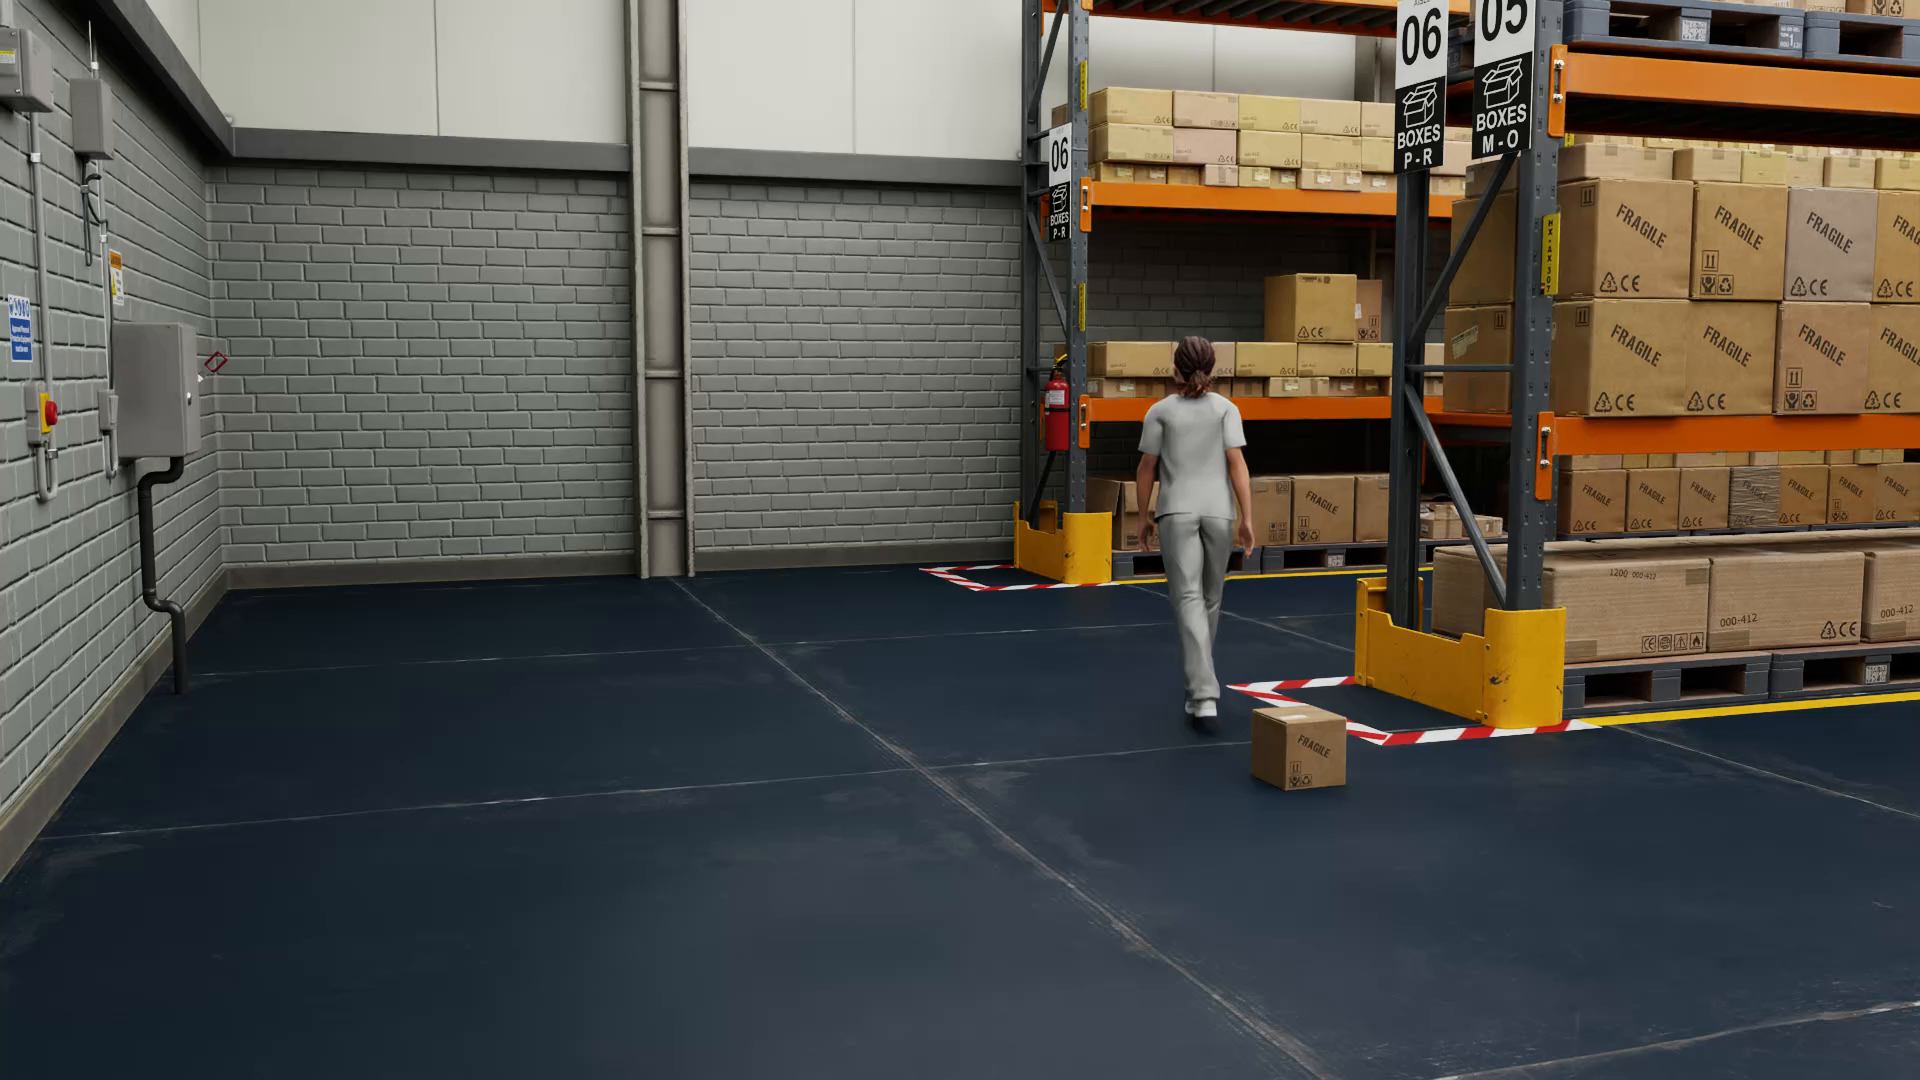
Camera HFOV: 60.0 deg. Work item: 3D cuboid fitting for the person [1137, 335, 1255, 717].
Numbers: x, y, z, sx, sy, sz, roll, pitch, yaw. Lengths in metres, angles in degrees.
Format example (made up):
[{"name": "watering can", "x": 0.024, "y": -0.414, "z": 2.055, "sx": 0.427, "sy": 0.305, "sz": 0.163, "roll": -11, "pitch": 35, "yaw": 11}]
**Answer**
[{"name": "person", "x": 1.012, "y": -0.089, "z": 7.312, "sx": 0.477, "sy": 1.610, "sz": 0.975, "roll": 0, "pitch": 6, "yaw": -3}]
